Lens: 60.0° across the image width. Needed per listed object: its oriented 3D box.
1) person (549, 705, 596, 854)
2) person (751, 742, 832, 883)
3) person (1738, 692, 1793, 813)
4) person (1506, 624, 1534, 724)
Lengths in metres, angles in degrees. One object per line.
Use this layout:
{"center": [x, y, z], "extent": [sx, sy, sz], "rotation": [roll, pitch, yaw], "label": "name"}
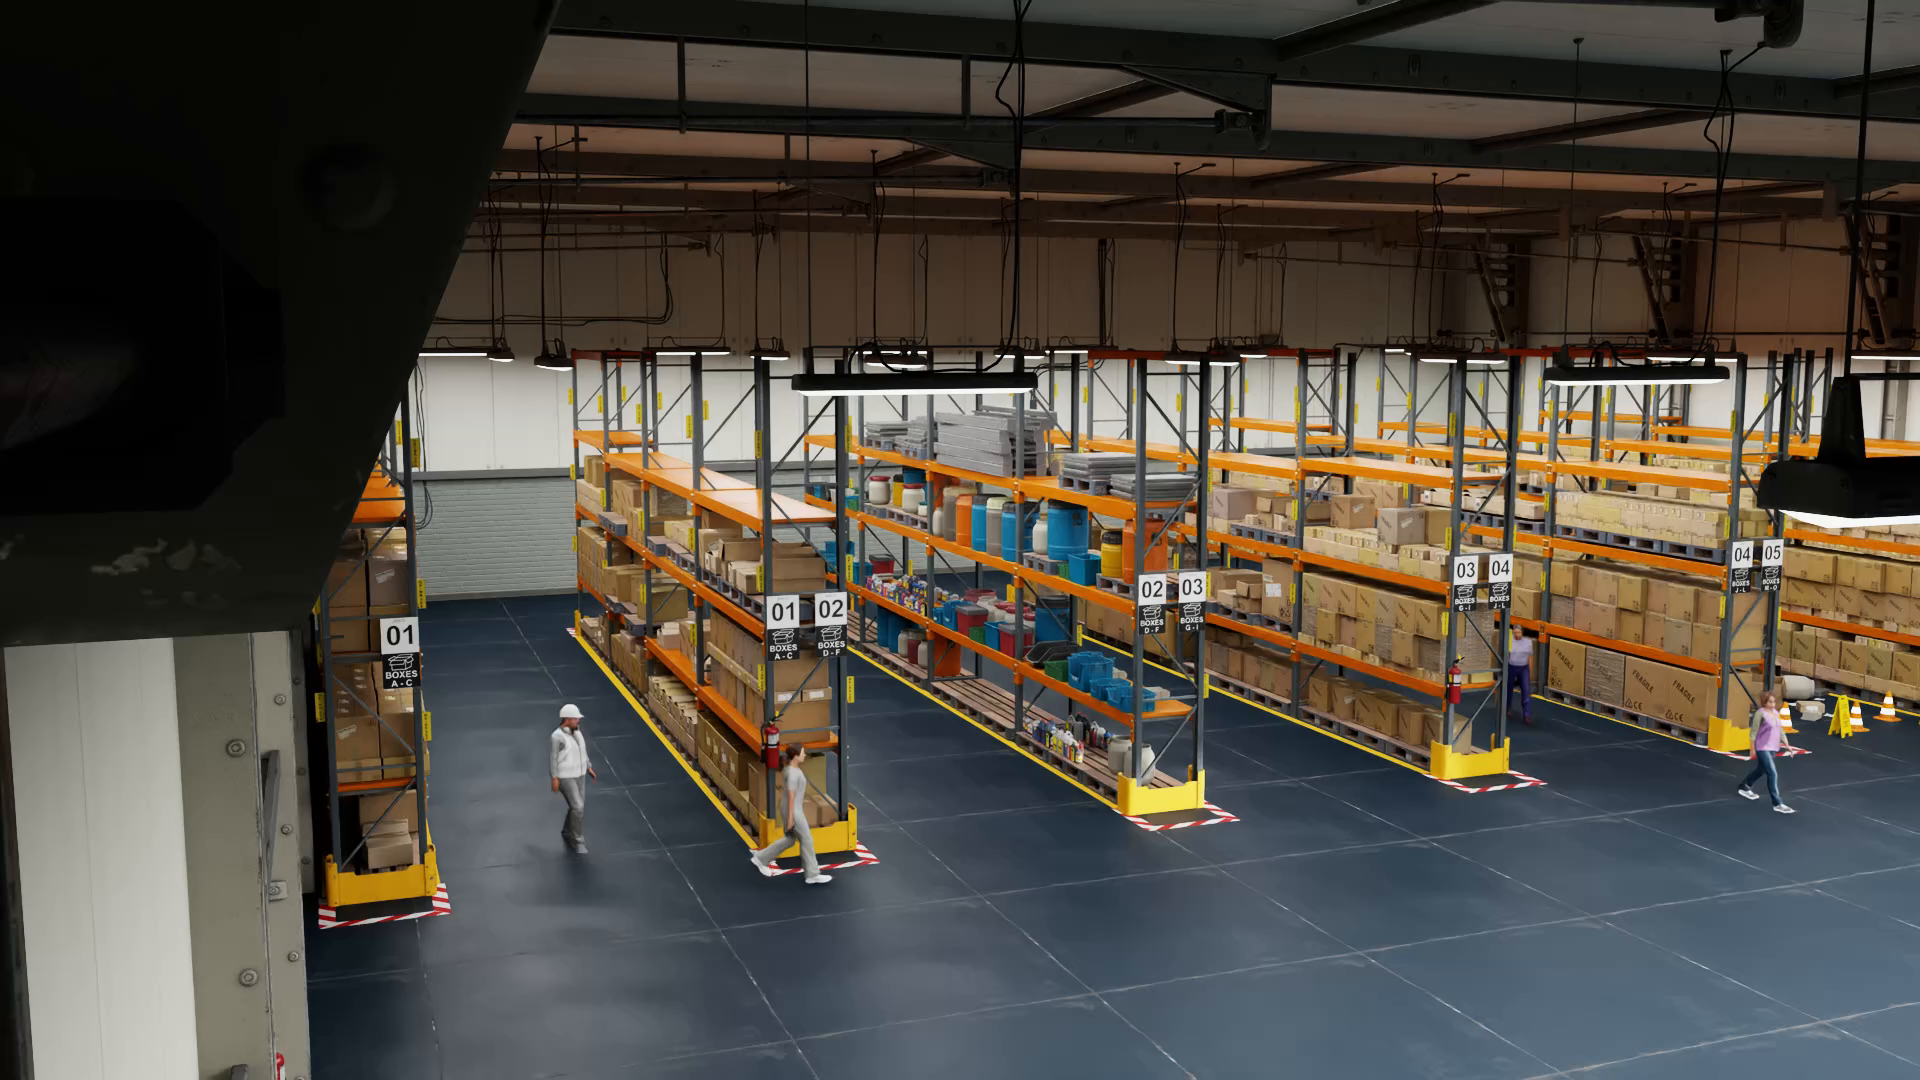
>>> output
{"center": [-4.735, 2.944, 20.480], "extent": [0.530, 1.839, 0.566], "rotation": [3, 8, 21], "label": "person"}
{"center": [-1.959, 3.134, 19.190], "extent": [0.922, 1.639, 0.470], "rotation": [-1, 7, -8], "label": "person"}
{"center": [10.797, 2.787, 22.194], "extent": [0.436, 1.547, 0.908], "rotation": [-4, 8, -26], "label": "person"}
{"center": [9.116, 2.155, 27.196], "extent": [0.521, 1.603, 0.896], "rotation": [2, 7, 15], "label": "person"}
